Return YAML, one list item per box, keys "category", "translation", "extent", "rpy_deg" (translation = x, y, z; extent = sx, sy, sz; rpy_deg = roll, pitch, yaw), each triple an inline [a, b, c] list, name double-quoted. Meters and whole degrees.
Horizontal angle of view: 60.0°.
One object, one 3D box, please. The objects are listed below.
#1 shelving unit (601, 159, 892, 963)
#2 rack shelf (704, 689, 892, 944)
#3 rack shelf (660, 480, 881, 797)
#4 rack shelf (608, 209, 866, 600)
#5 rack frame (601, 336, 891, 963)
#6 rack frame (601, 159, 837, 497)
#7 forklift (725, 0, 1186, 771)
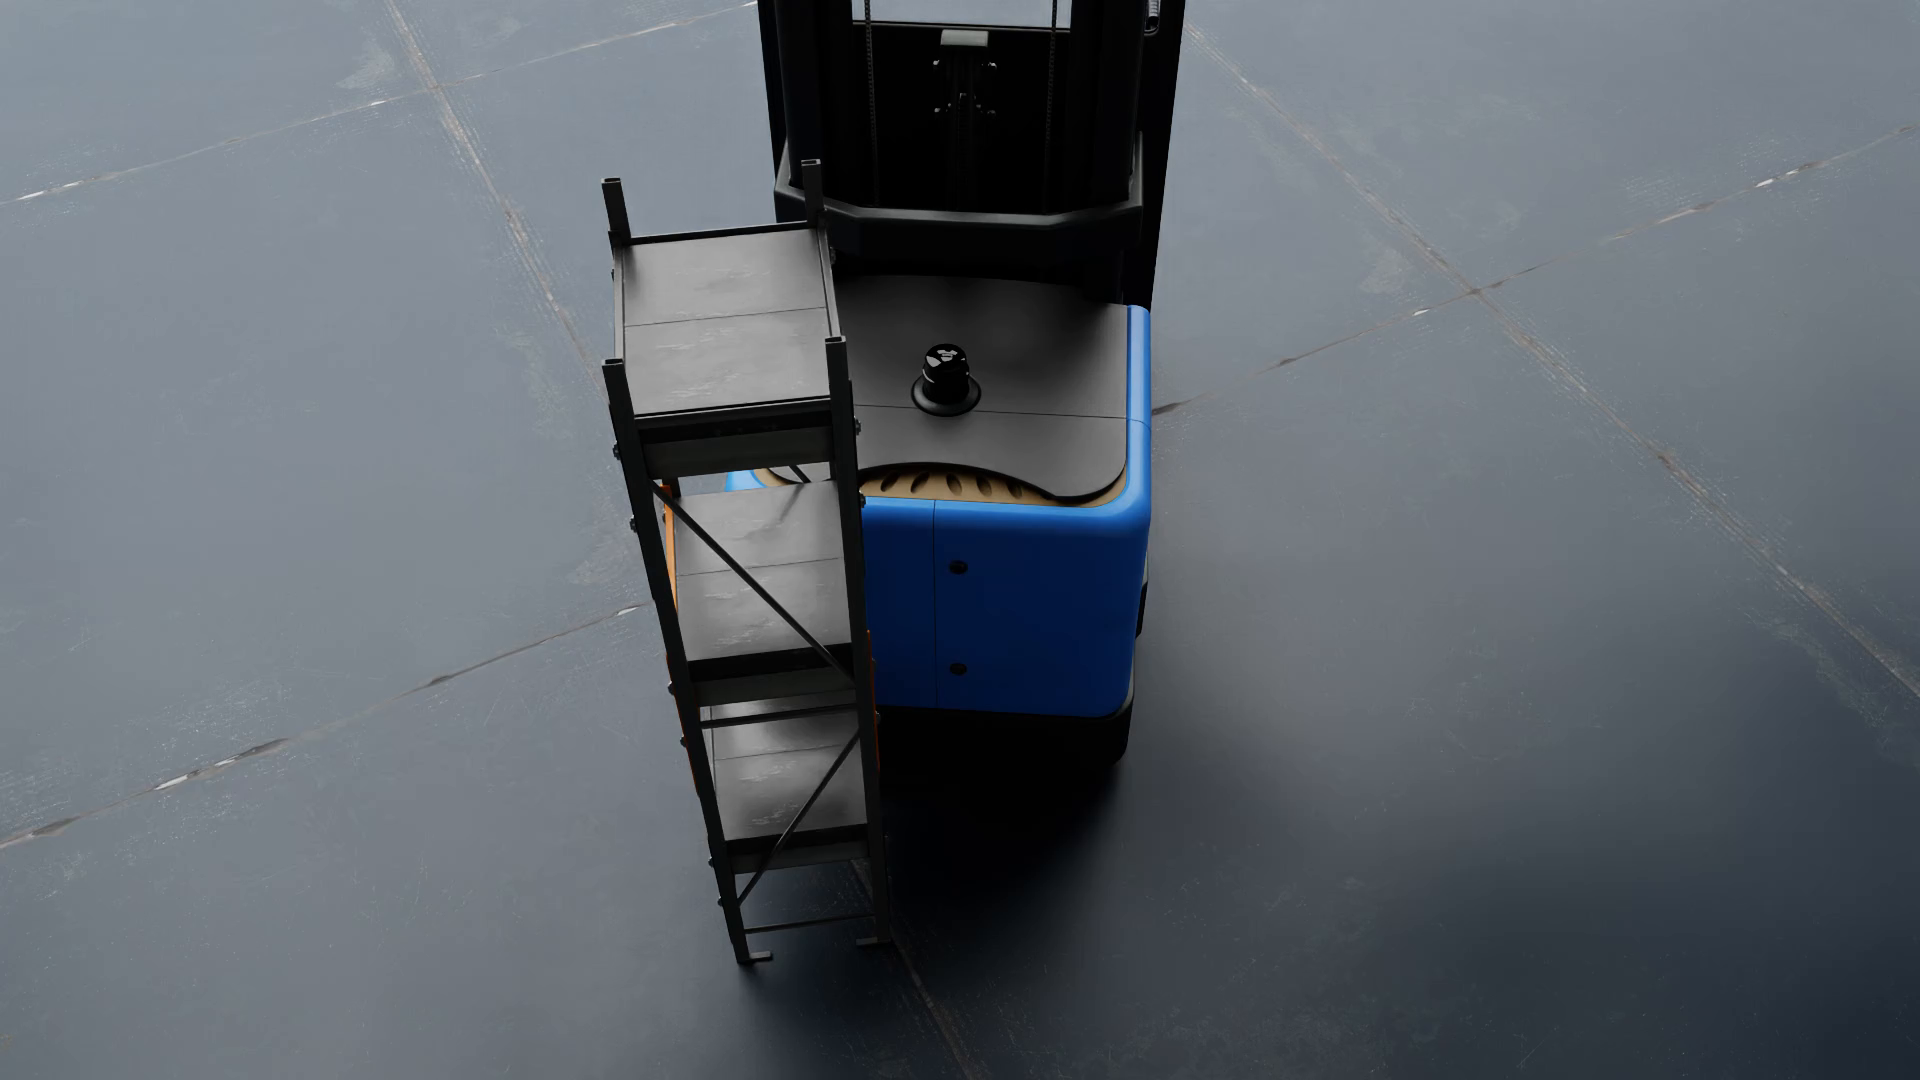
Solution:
- category: "shelving unit"
  translation: [-0.418, 0.194, 3.683]
  extent: [0.431, 2.100, 0.503]
  rpy_deg: [-6, 49, -5]
- category: "rack shelf"
  translation: [-0.415, 0.662, 4.222]
  extent: [0.431, 0.518, 0.480]
  rpy_deg: [-6, 49, -5]
- category: "rack shelf"
  translation: [-0.418, 0.203, 3.693]
  extent: [0.431, 0.518, 0.480]
  rpy_deg: [-6, 49, -5]
- category: "rack shelf"
  translation: [-0.420, -0.256, 3.164]
  extent: [0.431, 0.518, 0.480]
  rpy_deg: [-6, 49, -5]
- category: "rack frame"
  translation: [-0.383, 0.377, 3.524]
  extent: [0.400, 2.100, 0.015]
  rpy_deg: [-6, 49, -5]
- category: "rack frame"
  translation: [-0.452, 0.012, 3.841]
  extent: [0.400, 2.100, 0.015]
  rpy_deg: [-6, 49, -5]
- category: "forklift"
  translation: [0.045, -1.437, 4.560]
  extent: [1.130, 2.935, 3.031]
  rpy_deg: [3, 49, 3]
